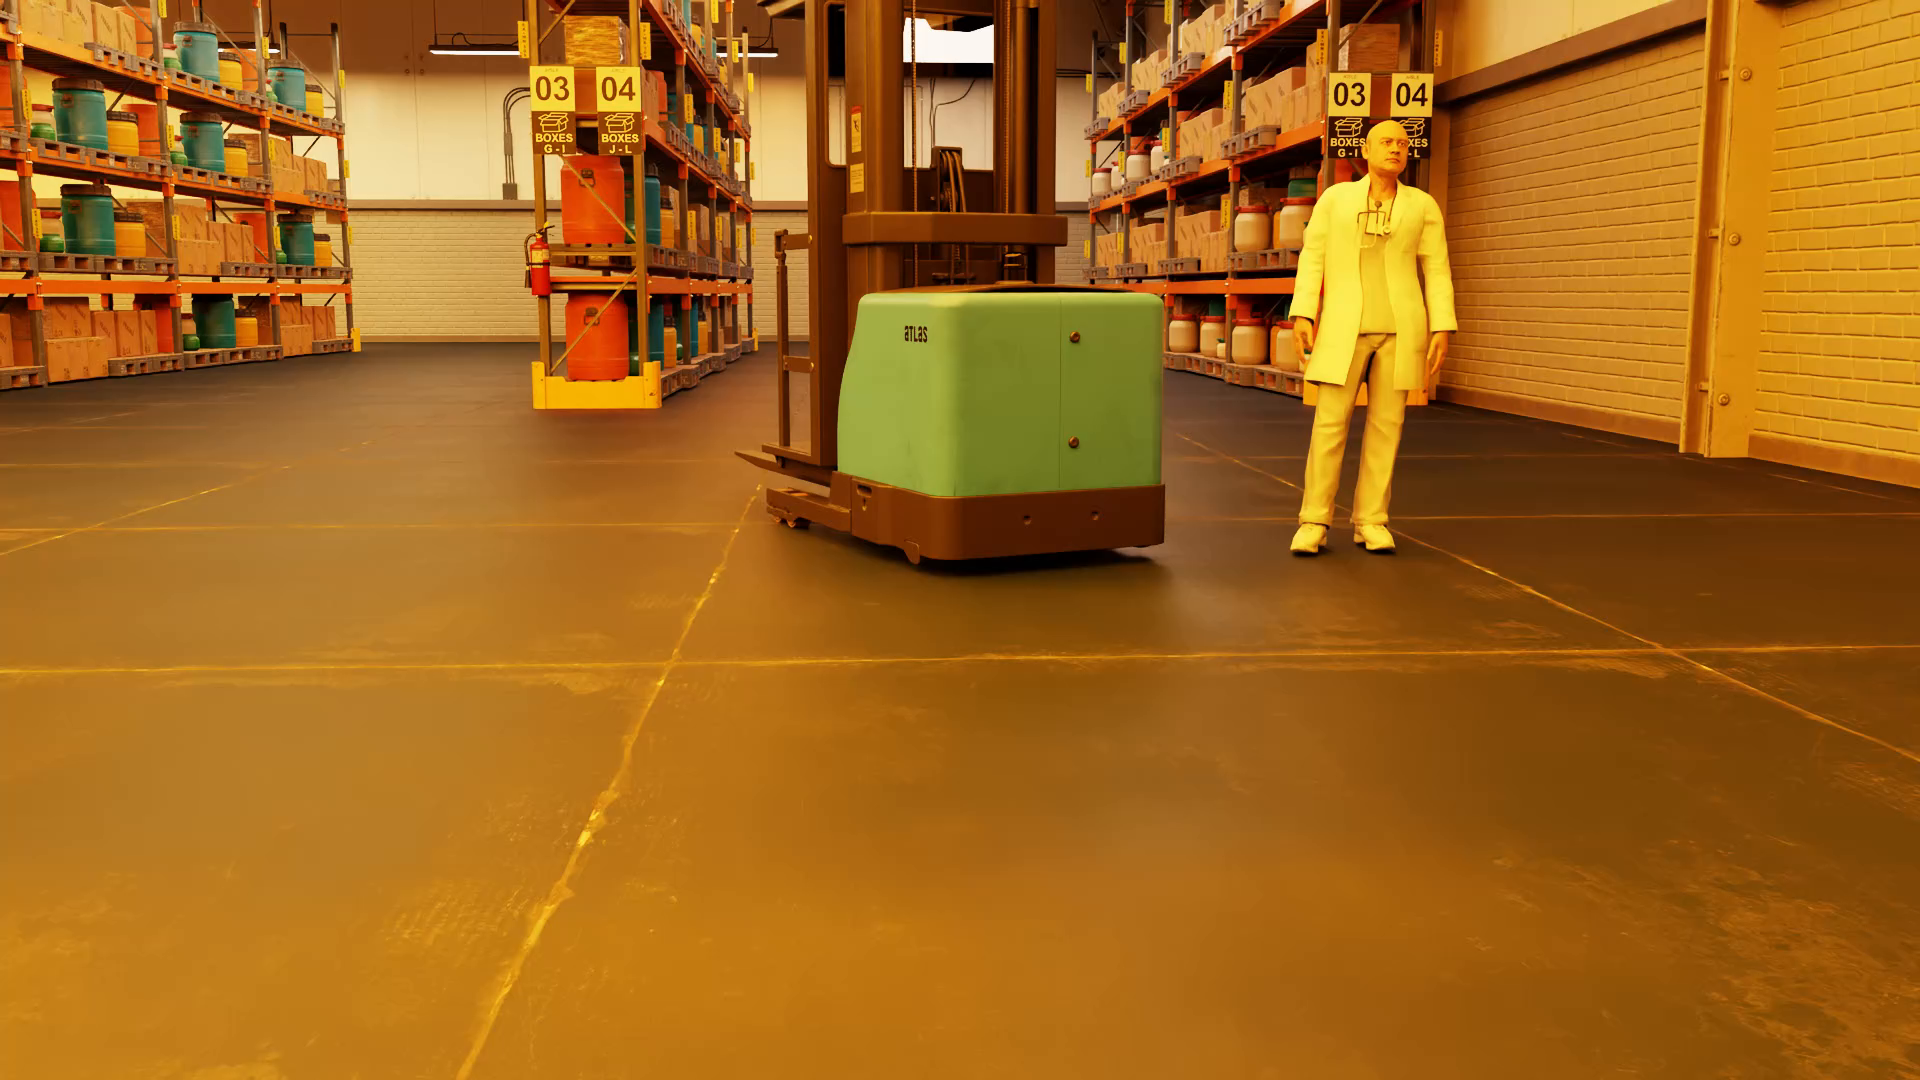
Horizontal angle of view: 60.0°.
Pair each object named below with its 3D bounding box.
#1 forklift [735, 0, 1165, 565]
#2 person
[{"bbox_3d":[-0.264,-1.530,7.637,1.130,2.935,3.031,-4,9,-25],"label":"forklift"},{"bbox_3d":[1.720,-0.848,6.916,0.695,1.776,0.581,1,9,9],"label":"person"}]
